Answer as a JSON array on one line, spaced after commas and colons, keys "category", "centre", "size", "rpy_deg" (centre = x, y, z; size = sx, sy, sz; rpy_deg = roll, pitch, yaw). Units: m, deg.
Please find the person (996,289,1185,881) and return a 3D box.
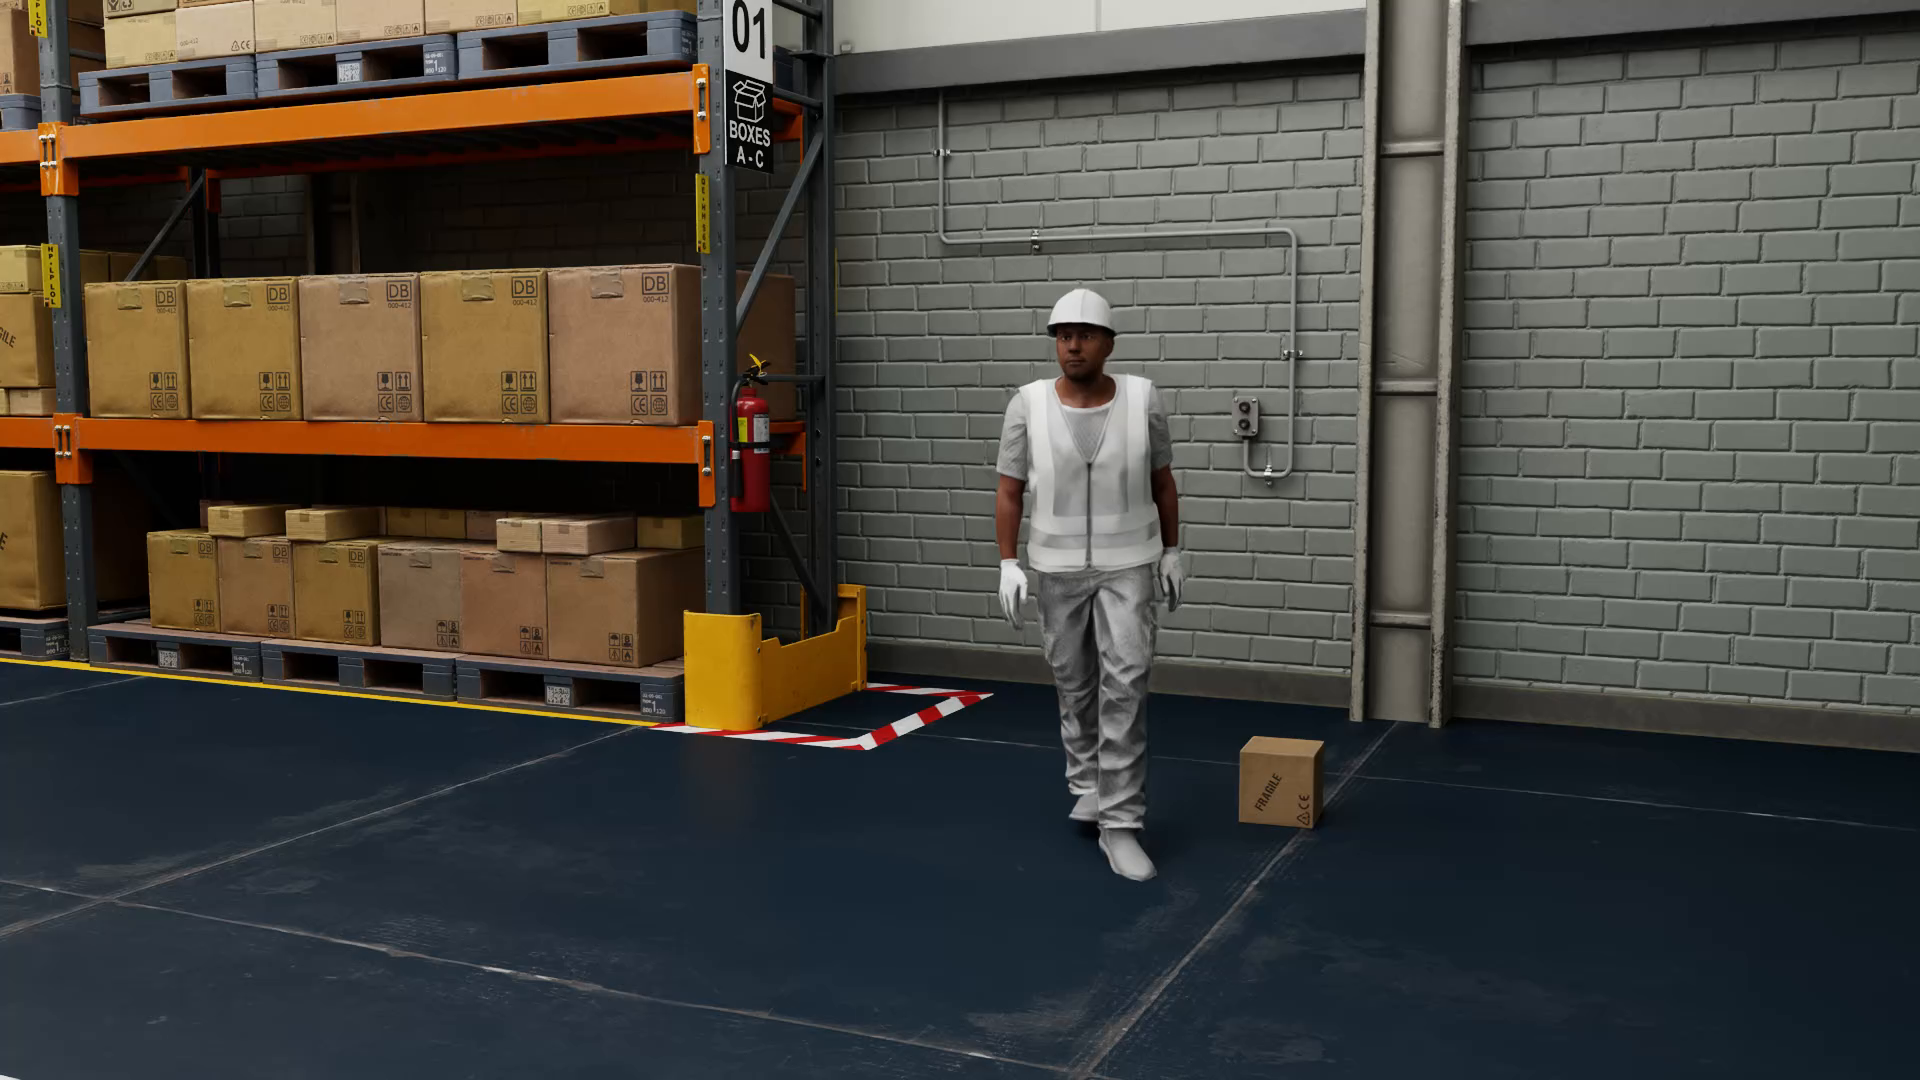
[{"category": "person", "centre": [0.412, 0.113, 5.302], "size": [0.593, 1.802, 0.713], "rpy_deg": [1, 6, 10]}]
